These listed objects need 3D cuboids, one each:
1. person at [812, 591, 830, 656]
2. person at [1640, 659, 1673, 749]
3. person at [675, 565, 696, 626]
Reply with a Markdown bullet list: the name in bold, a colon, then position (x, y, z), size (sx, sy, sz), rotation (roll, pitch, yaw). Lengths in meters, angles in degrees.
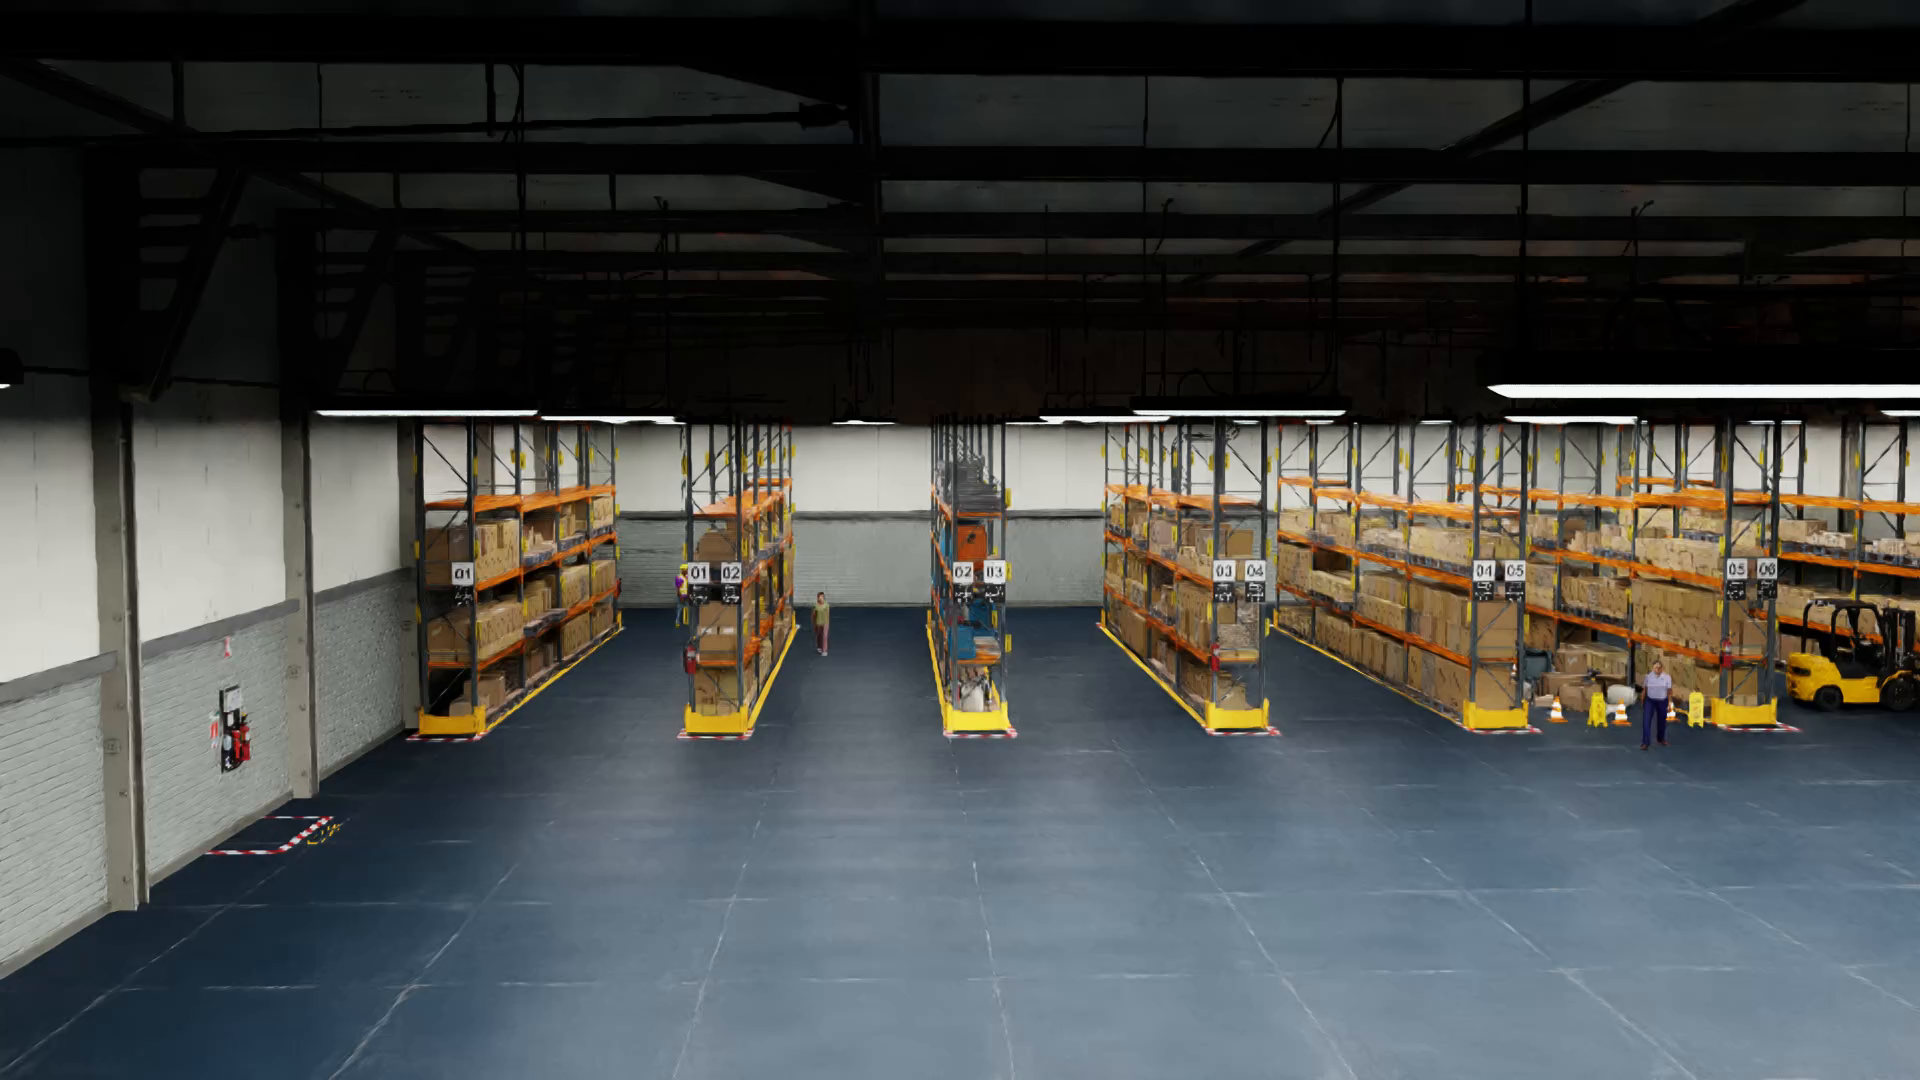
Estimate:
- **person**: position (-3.496, 2.076, 41.670), size (0.448, 1.590, 1.110), rotation (0, 4, 0)
- **person**: position (12.399, 2.911, 29.595), size (0.517, 1.595, 0.933), rotation (2, 4, 21)
- **person**: position (-7.930, 1.586, 47.726), size (0.463, 1.771, 0.650), rotation (2, 4, 22)
